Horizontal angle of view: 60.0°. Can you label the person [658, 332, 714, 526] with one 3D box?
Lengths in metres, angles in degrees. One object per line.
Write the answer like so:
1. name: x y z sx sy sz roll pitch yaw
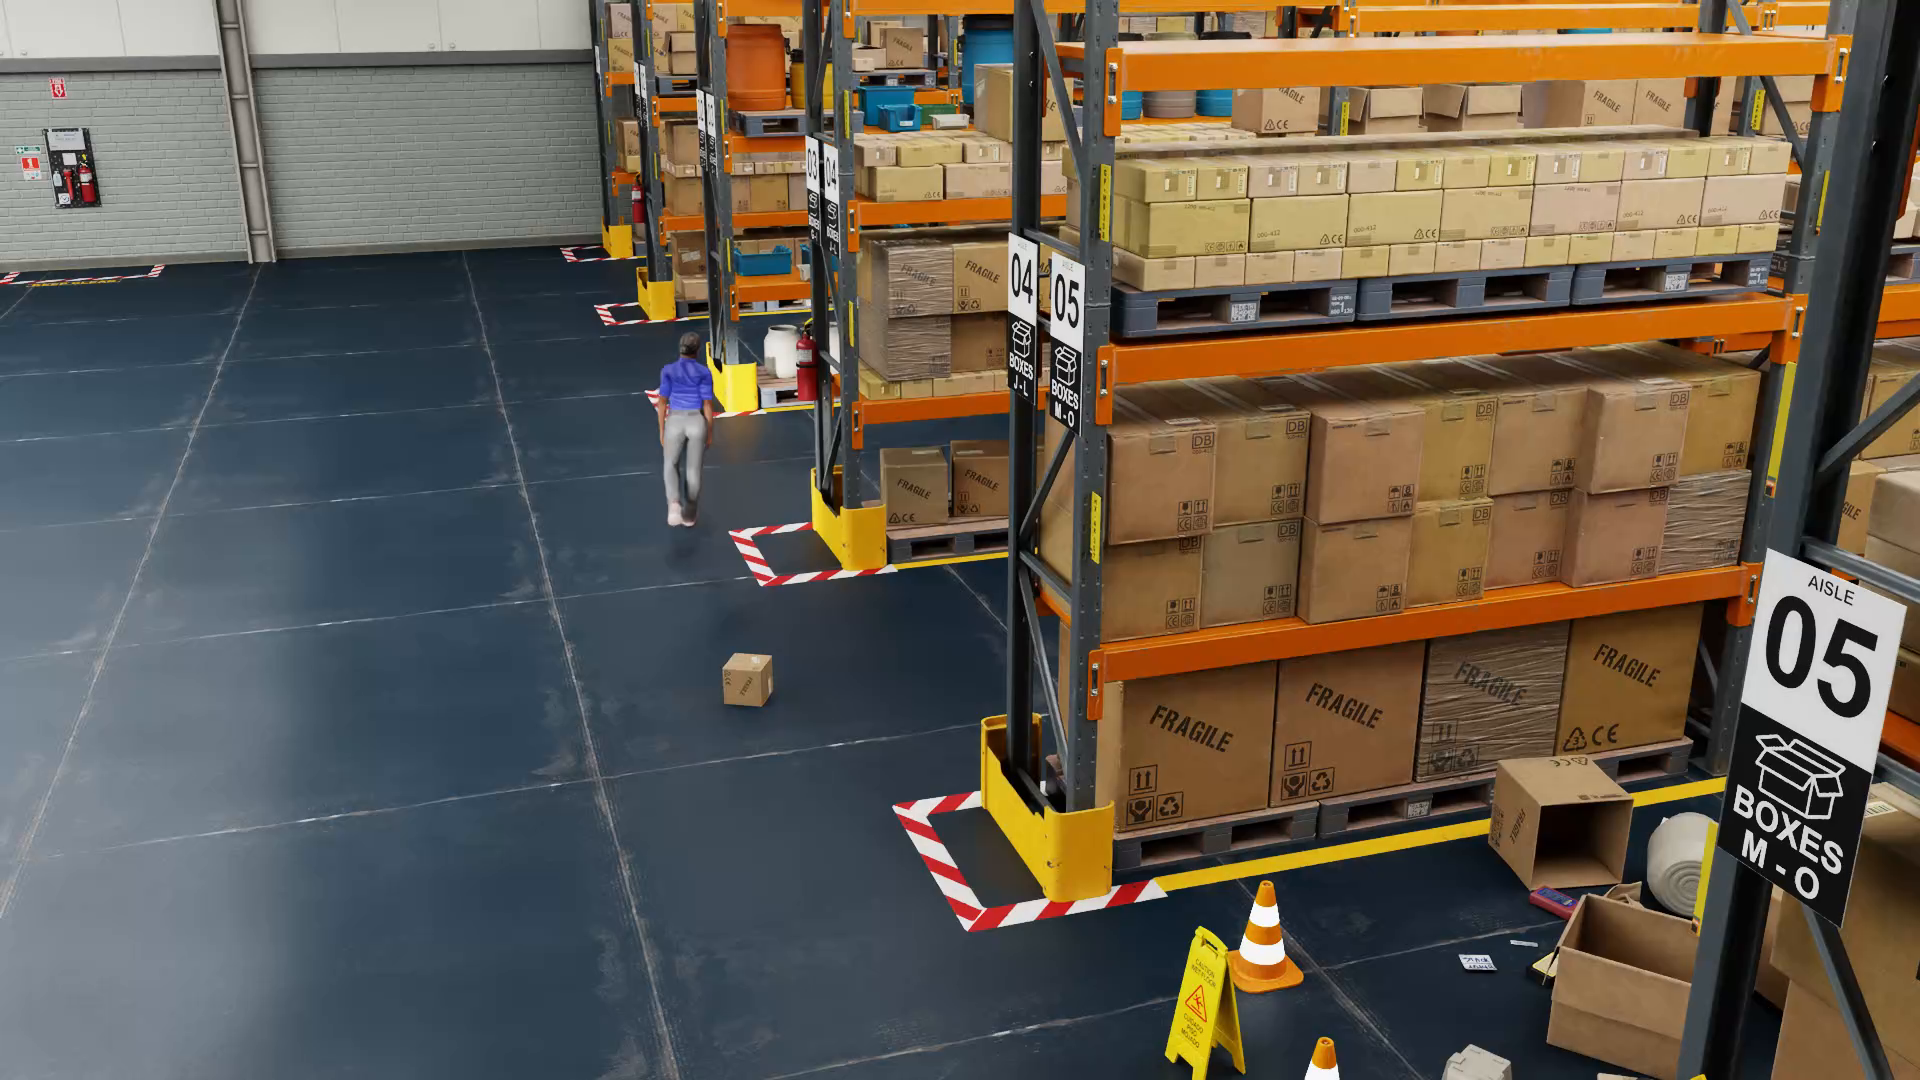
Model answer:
1. person: -2.225 -0.896 13.583 0.462 1.633 0.511 -3 20 -7
